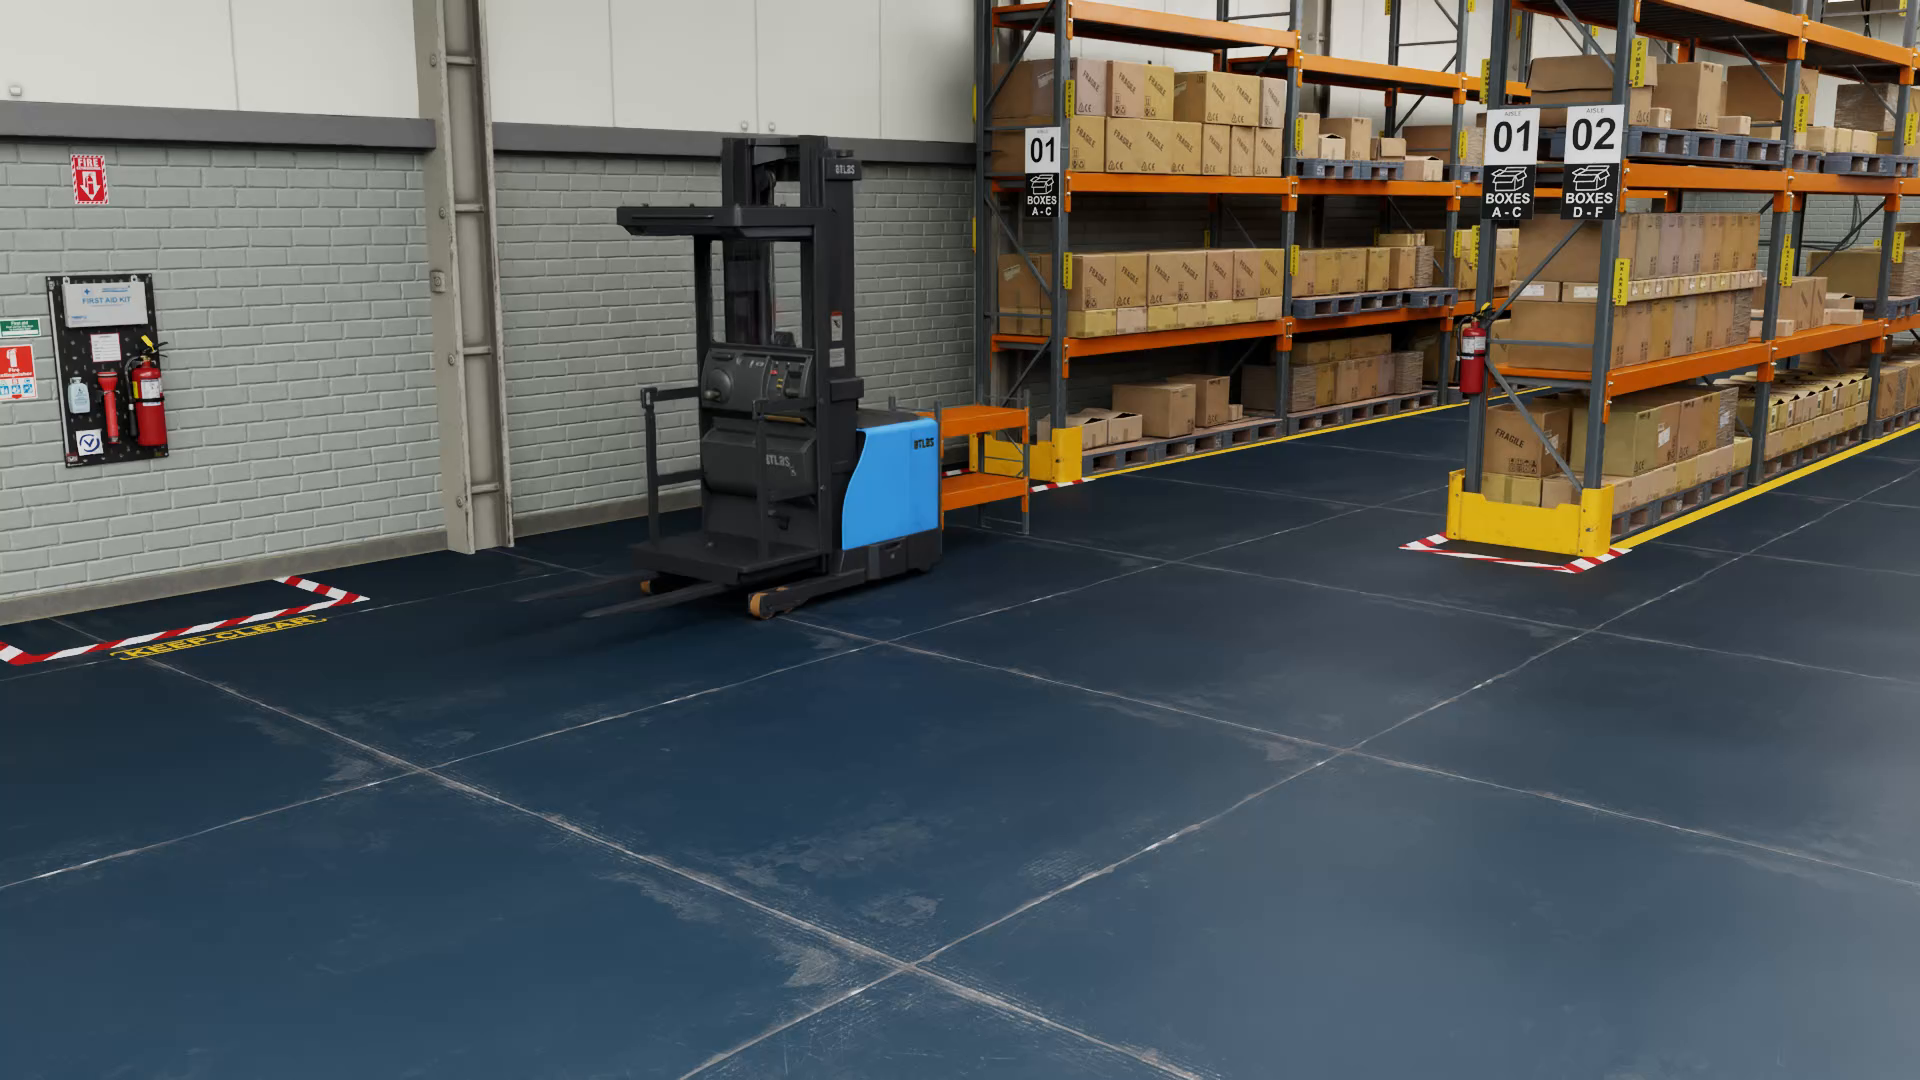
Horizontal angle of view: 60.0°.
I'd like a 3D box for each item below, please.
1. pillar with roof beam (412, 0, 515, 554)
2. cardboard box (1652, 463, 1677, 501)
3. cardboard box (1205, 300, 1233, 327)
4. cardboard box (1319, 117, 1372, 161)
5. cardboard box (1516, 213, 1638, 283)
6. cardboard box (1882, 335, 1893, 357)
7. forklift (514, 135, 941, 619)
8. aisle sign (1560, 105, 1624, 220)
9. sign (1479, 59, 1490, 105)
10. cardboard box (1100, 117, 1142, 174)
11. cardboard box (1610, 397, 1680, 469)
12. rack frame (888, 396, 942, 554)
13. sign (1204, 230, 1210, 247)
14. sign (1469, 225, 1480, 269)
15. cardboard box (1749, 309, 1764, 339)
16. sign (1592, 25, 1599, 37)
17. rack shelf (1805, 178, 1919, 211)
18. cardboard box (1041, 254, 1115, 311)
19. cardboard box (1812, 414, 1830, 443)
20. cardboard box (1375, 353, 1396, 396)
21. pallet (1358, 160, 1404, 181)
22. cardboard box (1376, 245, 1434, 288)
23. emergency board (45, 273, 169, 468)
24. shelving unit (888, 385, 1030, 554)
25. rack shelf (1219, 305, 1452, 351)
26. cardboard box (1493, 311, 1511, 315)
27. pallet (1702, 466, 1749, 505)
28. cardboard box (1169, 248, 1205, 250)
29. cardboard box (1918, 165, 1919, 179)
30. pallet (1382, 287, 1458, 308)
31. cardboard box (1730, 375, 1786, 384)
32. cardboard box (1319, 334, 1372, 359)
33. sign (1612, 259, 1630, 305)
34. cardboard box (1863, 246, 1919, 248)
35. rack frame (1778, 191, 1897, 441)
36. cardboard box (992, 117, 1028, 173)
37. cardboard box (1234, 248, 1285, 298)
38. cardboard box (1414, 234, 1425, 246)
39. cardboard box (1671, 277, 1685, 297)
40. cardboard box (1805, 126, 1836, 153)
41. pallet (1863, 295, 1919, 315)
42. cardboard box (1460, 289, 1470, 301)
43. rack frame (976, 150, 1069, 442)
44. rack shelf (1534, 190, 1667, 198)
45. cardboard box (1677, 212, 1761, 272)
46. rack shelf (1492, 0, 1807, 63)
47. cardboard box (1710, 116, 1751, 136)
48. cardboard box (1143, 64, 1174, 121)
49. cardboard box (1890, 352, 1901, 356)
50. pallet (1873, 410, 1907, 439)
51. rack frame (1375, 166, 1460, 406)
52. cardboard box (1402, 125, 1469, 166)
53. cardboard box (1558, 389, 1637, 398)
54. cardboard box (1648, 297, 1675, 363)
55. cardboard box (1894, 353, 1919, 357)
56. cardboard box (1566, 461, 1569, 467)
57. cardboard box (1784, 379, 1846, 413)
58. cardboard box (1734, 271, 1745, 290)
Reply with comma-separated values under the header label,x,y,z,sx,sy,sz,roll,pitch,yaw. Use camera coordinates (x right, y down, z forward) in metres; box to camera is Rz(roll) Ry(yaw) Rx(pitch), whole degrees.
label,x,y,z,sx,sy,sz,roll,pitch,yaw
pillar with roof beam,-0.351,-3.800,8.764,9.100,9.000,0.400,10,15,40
cardboard box,5.466,-0.498,13.496,0.500,0.250,0.500,10,15,40
cardboard box,2.464,-2.351,17.154,0.500,0.250,0.500,10,15,40
cardboard box,4.439,-4.649,19.344,0.500,0.500,0.500,9,14,38
cardboard box,4.640,-2.203,12.516,0.700,0.500,0.500,10,15,41
cardboard box,11.046,-2.380,20.311,0.500,0.250,0.500,10,15,40
forklift,-1.437,-1.057,10.522,1.130,2.935,3.031,9,14,37
aisle sign,4.474,-2.669,11.777,0.394,0.787,0.004,10,15,40
sign,3.889,-3.382,12.267,0.100,0.325,0.005,10,15,40
cardboard box,1.353,-3.704,15.634,0.500,0.500,0.500,-11,16,-44
cardboard box,5.457,-0.868,13.430,0.500,0.500,0.500,10,15,40
rack frame,-0.331,-0.478,12.232,0.500,1.125,0.032,10,15,40
sign,2.785,-3.311,18.672,0.100,0.325,0.005,10,15,40
sign,3.889,-2.199,12.503,0.100,0.325,0.005,10,15,40
cardboard box,7.220,-2.036,15.631,0.500,0.250,0.500,11,16,44
sign,8.900,-7.219,23.293,0.100,0.325,0.005,10,15,40
rack shelf,10.888,-4.033,19.421,1.077,0.370,4.000,10,15,40
cardboard box,1.105,-2.418,15.579,0.500,0.500,0.500,10,15,40
cardboard box,8.395,-1.143,16.723,0.500,0.250,0.500,10,15,41
cardboard box,4.981,-2.077,20.709,0.700,0.500,0.500,10,15,40
pallet,4.374,-4.281,19.305,1.213,0.211,1.003,10,15,40
cardboard box,5.542,-3.454,20.970,0.700,0.500,0.500,8,14,34
emergency board,-5.245,-1.057,10.343,0.194,1.169,0.643,10,15,40
shelving unit,0.004,-0.553,12.606,0.538,1.125,1.048,10,15,40
rack shelf,4.524,-2.613,19.973,1.077,0.370,4.000,10,15,40
cardboard box,8.153,-2.888,23.928,0.750,0.750,0.750,10,15,41
pallet,6.371,-0.553,14.939,1.003,0.211,1.213,10,15,40
cardboard box,2.393,-2.858,17.779,0.500,0.500,0.500,10,15,40
cardboard box,10.511,-4.360,18.970,0.910,0.500,0.500,10,15,40
pallet,5.454,-3.047,20.800,1.213,0.211,1.003,10,15,40
cardboard box,8.323,-1.561,17.382,0.500,0.311,0.500,9,15,39
cardboard box,4.649,-2.353,20.178,0.500,0.250,0.500,10,15,40
sign,4.700,-1.834,11.822,0.100,0.325,0.005,10,15,40
cardboard box,11.728,-3.423,20.863,0.700,0.500,0.500,4,12,21
rack frame,9.568,-2.620,18.171,1.000,3.000,0.127,10,15,40
cardboard box,0.649,-3.707,15.648,0.500,0.500,0.500,-11,16,-43
cardboard box,3.124,-2.866,17.820,0.500,0.500,0.500,10,15,40
cardboard box,5.639,-3.788,20.985,0.380,0.149,0.250,7,14,33
cardboard box,5.557,-2.030,13.305,0.380,0.149,0.250,10,15,40
cardboard box,8.236,-3.908,16.274,0.500,0.250,0.500,8,14,36
pallet,10.848,-2.813,19.626,1.003,0.211,1.213,10,15,40
cardboard box,6.409,-3.201,21.671,0.380,0.149,0.250,10,15,41
rack frame,0.564,-2.083,15.482,1.000,3.000,0.127,10,15,40
rack shelf,9.805,-5.261,25.572,1.077,0.370,4.000,10,15,40
cardboard box,6.639,-2.651,14.757,0.700,0.500,0.500,10,15,41
rack shelf,5.607,-4.130,13.274,1.077,0.370,4.000,10,15,40
cardboard box,6.337,-3.441,13.835,0.380,0.149,0.250,10,15,40
cardboard box,1.699,-4.273,15.927,0.500,0.500,0.500,10,15,42
cardboard box,11.362,-2.079,20.721,0.500,0.500,0.500,10,15,41
pallet,10.089,-1.358,18.970,1.003,0.211,1.213,10,15,40
rack frame,5.844,-3.260,21.375,1.000,3.000,0.127,10,15,40
cardboard box,6.115,-5.073,21.416,0.700,0.500,0.500,8,14,36
cardboard box,5.398,-1.008,14.134,0.500,0.500,0.500,10,15,40
cardboard box,5.280,-1.709,13.356,0.700,0.500,0.500,10,15,41
cardboard box,11.765,-2.017,20.412,0.500,0.500,0.500,10,15,41
cardboard box,4.740,-0.493,13.469,0.500,0.250,0.500,10,15,40
cardboard box,8.734,-1.493,17.042,0.500,0.311,0.500,10,15,40
cardboard box,6.573,-2.256,14.437,0.380,0.149,0.250,9,15,39
